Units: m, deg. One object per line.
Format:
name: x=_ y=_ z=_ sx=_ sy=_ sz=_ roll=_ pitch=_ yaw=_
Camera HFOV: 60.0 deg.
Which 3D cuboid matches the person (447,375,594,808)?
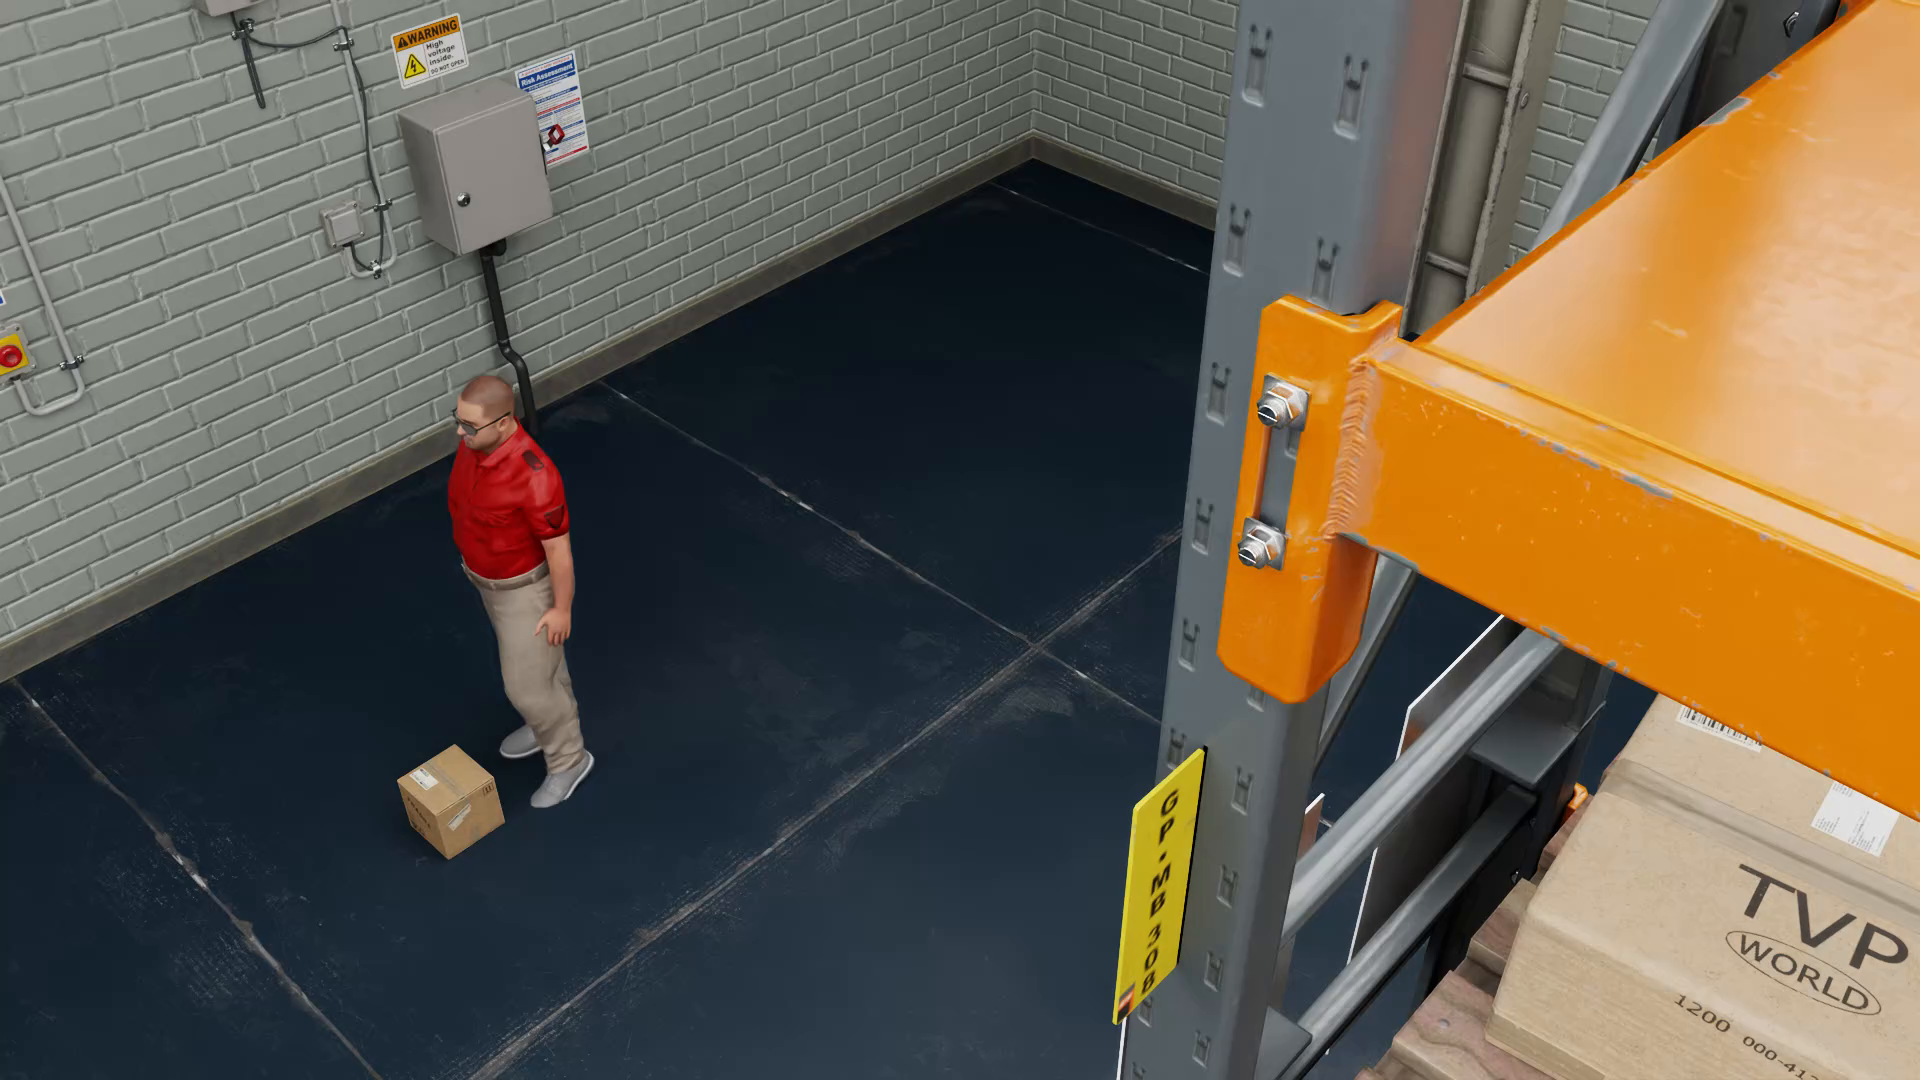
person: x=-1.618 y=0.175 z=5.990 sx=0.409 sy=1.791 sz=0.573 roll=-26 pitch=46 yaw=-29
